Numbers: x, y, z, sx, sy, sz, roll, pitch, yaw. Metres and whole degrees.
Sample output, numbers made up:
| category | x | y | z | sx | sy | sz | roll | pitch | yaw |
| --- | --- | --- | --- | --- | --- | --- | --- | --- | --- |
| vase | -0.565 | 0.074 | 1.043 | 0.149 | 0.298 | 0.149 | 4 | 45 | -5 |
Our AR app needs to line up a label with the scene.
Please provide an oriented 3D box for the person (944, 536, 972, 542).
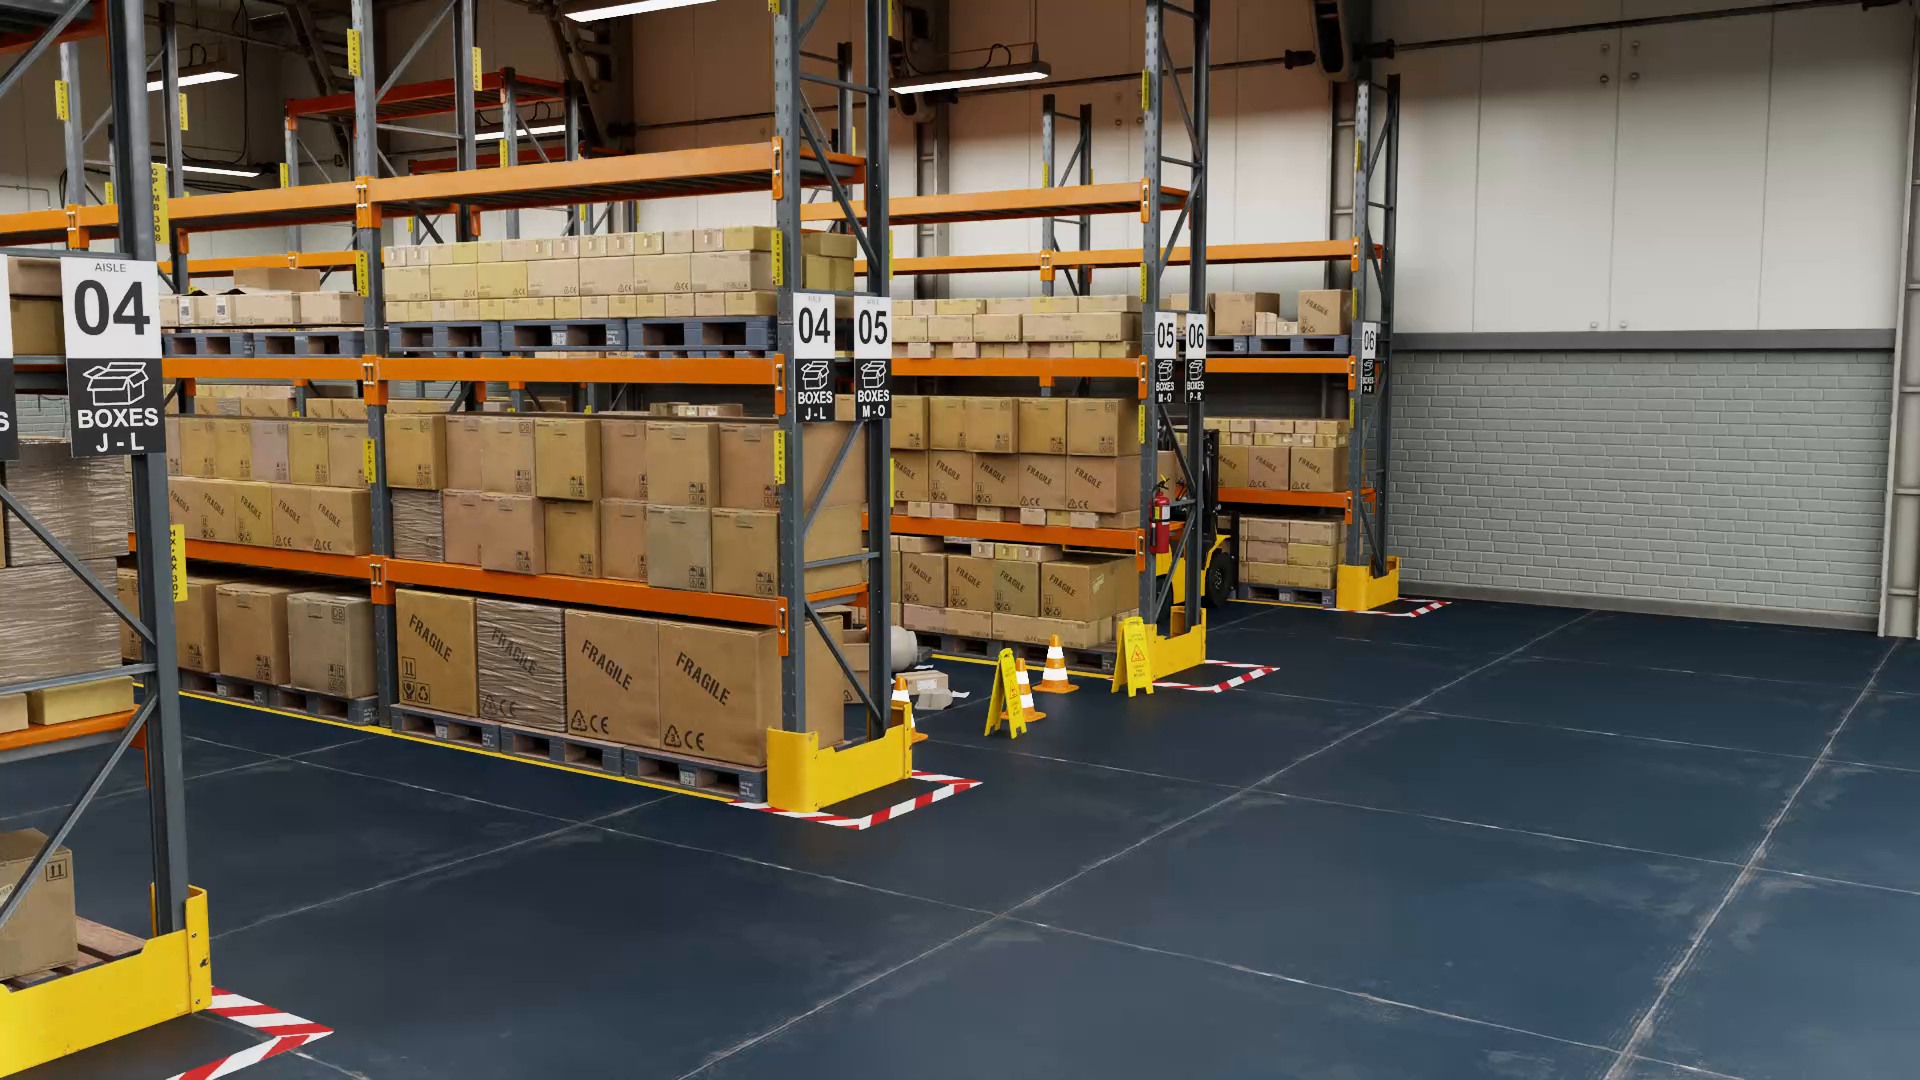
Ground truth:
| category | x | y | z | sx | sy | sz | roll | pitch | yaw |
| --- | --- | --- | --- | --- | --- | --- | --- | --- | --- |
| person | -0.149 | -0.131 | 18.853 | 0.628 | 1.773 | 0.448 | 4 | 7 | 30 |
